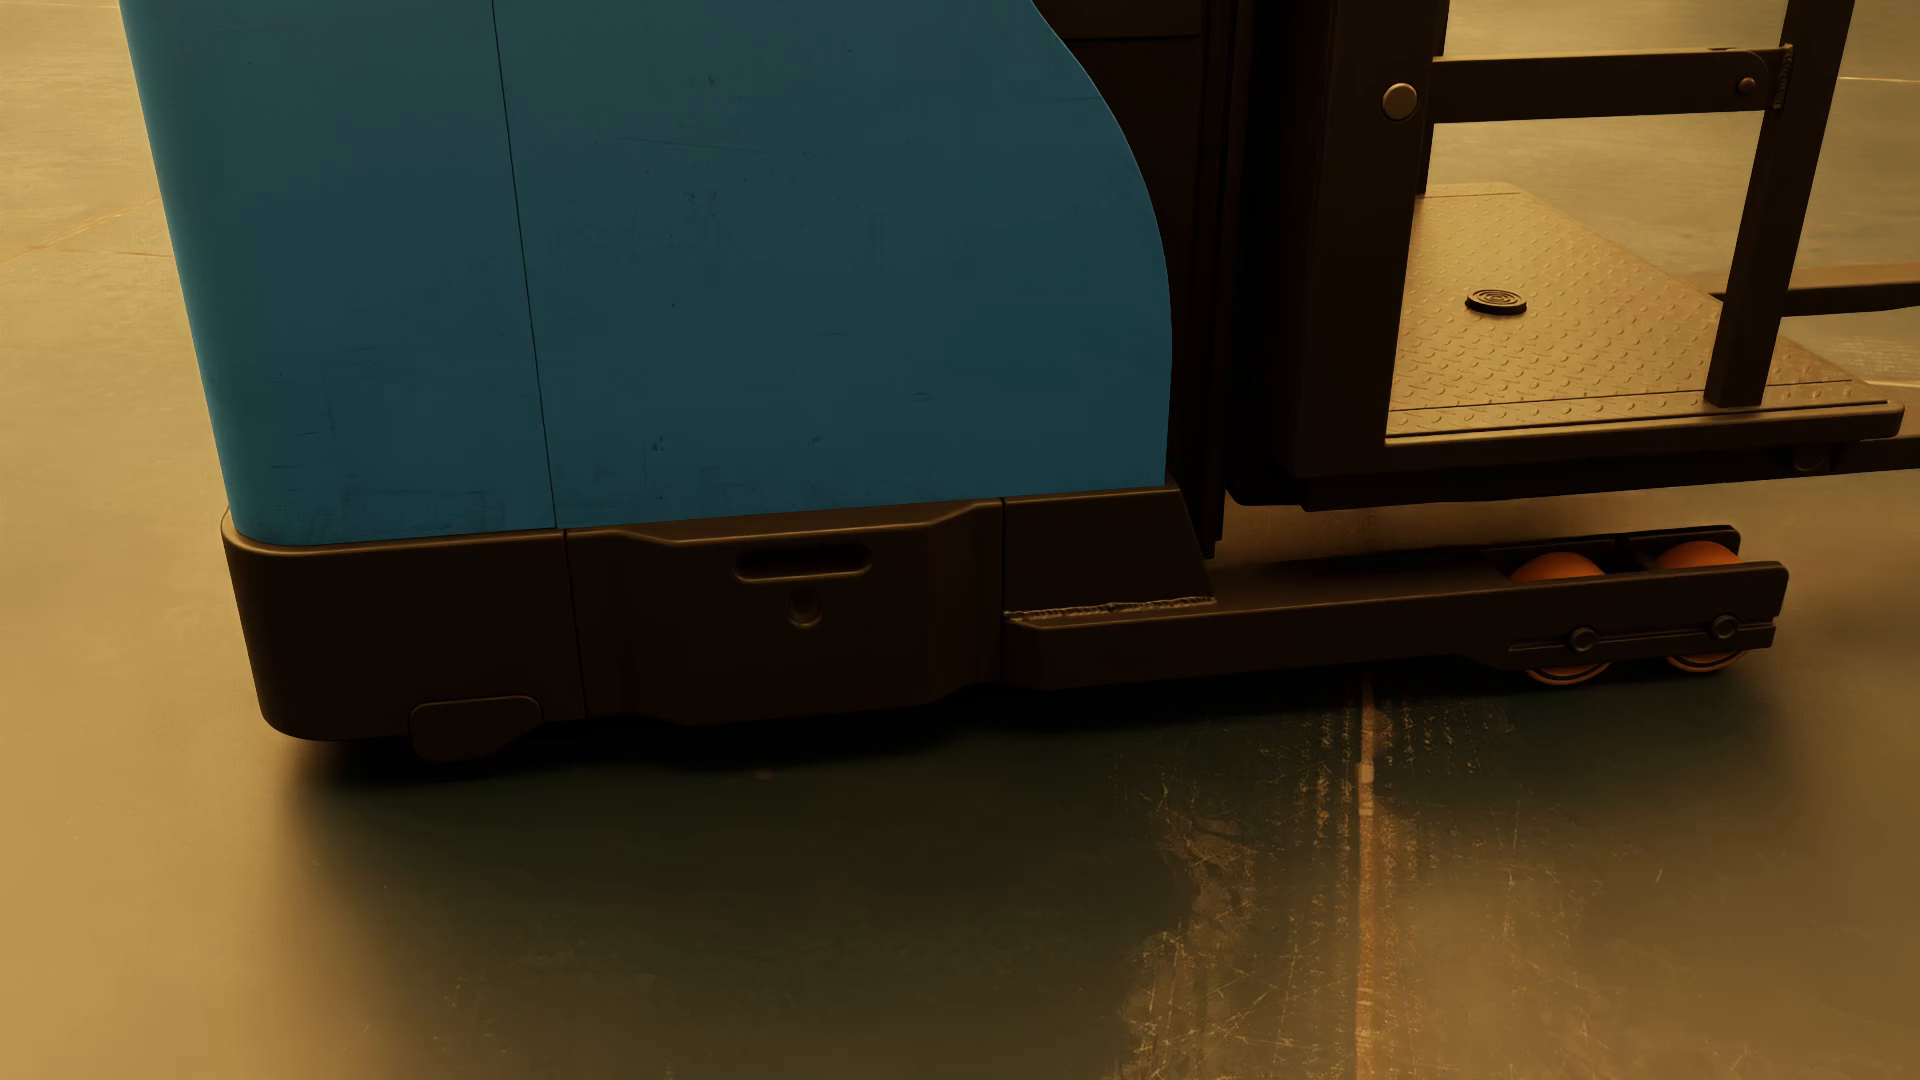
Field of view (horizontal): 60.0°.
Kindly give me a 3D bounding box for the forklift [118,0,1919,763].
[{"bbox_3d":[0.600,-1.354,1.930,3.031,2.935,1.130,-4,27,-9],"label":"forklift"}]
